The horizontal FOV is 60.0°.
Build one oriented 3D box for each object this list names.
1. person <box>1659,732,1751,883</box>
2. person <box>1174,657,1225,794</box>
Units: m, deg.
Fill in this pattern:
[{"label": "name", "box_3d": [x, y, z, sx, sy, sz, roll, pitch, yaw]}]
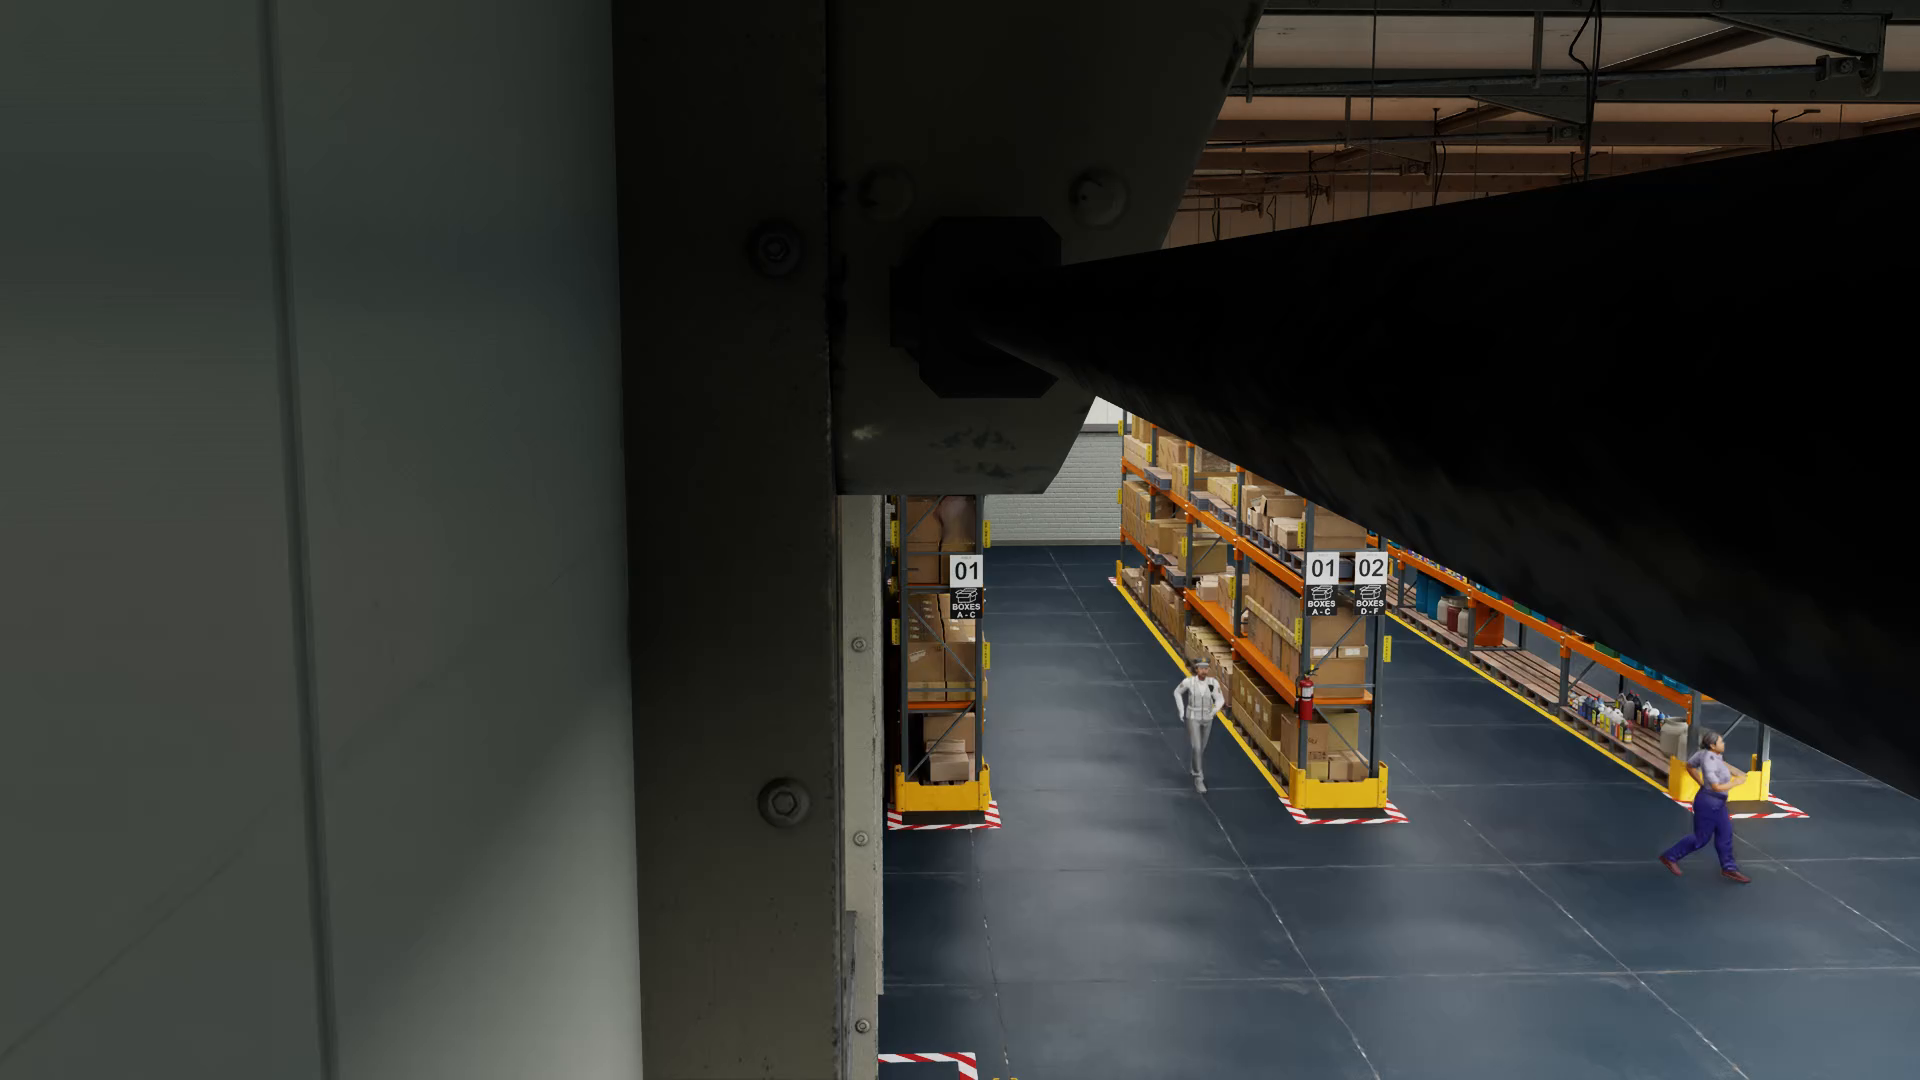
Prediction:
[{"label": "person", "box_3d": [8.083, 2.880, 17.949, 0.933, 1.623, 0.601, 3, 9, 22]}, {"label": "person", "box_3d": [3.103, 2.340, 21.516, 0.622, 1.705, 0.875, -1, 8, -6]}]
